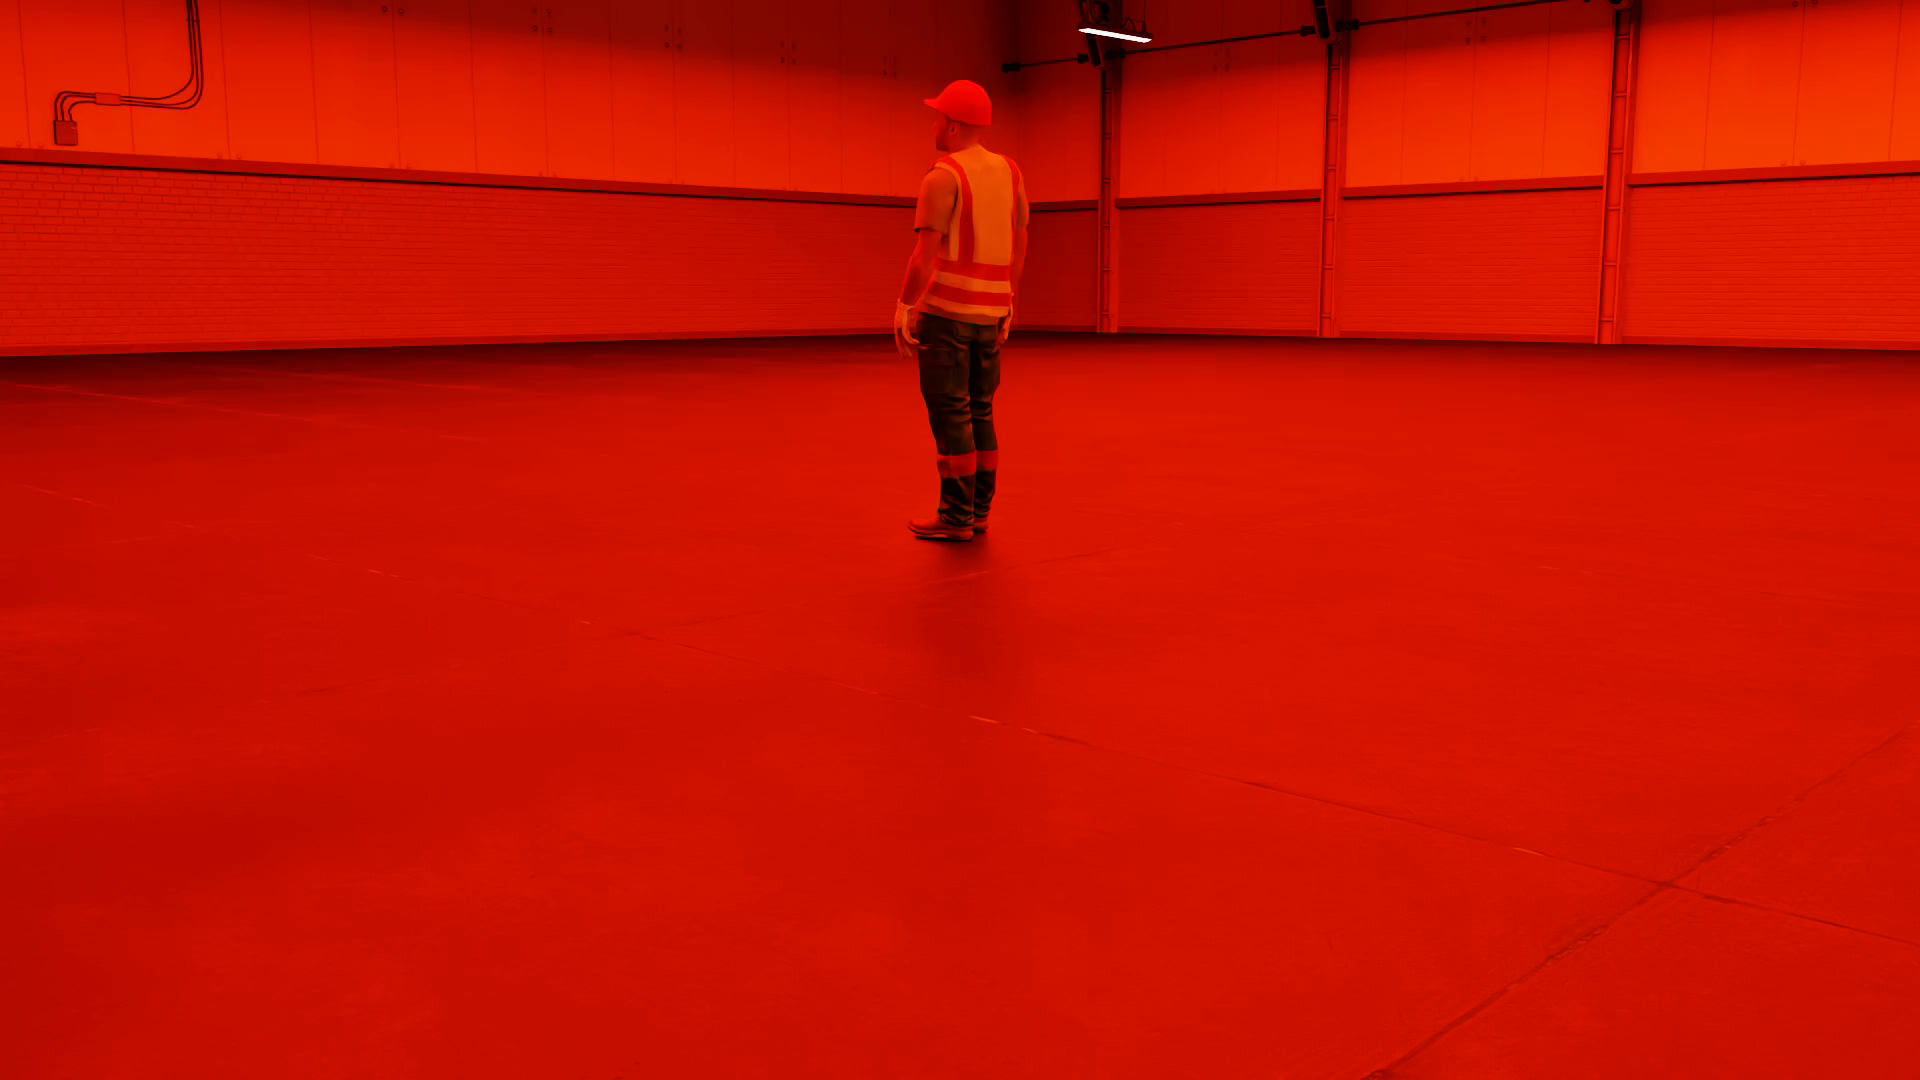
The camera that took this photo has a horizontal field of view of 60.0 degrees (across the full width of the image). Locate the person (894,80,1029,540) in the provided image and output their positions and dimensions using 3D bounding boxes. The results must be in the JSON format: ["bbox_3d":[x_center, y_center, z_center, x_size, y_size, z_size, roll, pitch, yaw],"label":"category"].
[{"bbox_3d":[-0.050,-0.902,6.647,0.562,1.790,0.637,8,12,43],"label":"person"}]
